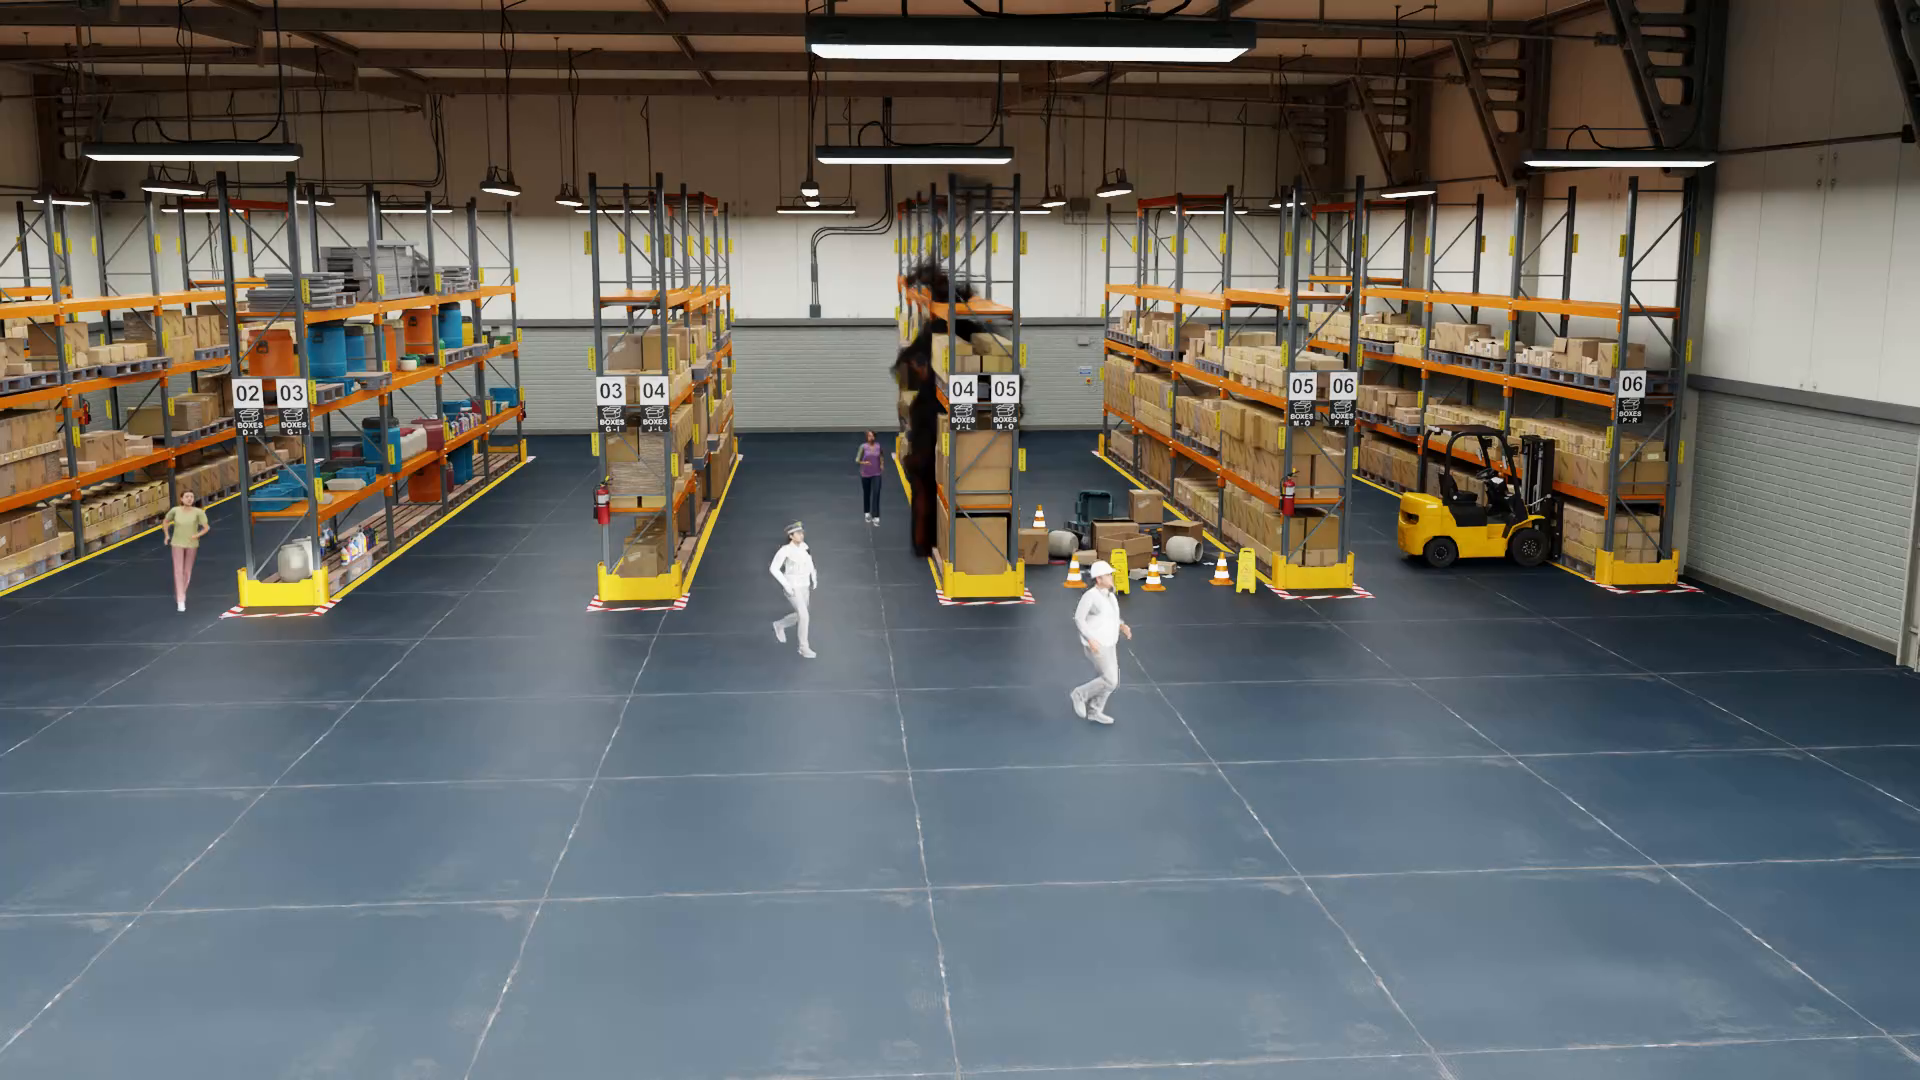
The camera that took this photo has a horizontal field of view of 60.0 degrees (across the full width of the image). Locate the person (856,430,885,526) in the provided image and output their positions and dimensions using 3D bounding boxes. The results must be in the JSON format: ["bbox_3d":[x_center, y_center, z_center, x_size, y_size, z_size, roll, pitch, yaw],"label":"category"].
[{"bbox_3d":[-1.515,-1.077,28.413,0.537,1.614,0.791,-2,10,-12],"label":"person"}]

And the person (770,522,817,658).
[{"bbox_3d":[-2.073,0.589,20.629,0.765,1.681,0.637,7,12,35],"label":"person"}]

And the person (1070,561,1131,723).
[{"bbox_3d":[1.494,1.081,17.613,0.576,1.743,0.676,5,11,28],"label":"person"}]

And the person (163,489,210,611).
[{"bbox_3d":[-10.866,0.105,23.403,0.595,1.674,0.821,-5,11,-26],"label":"person"}]
